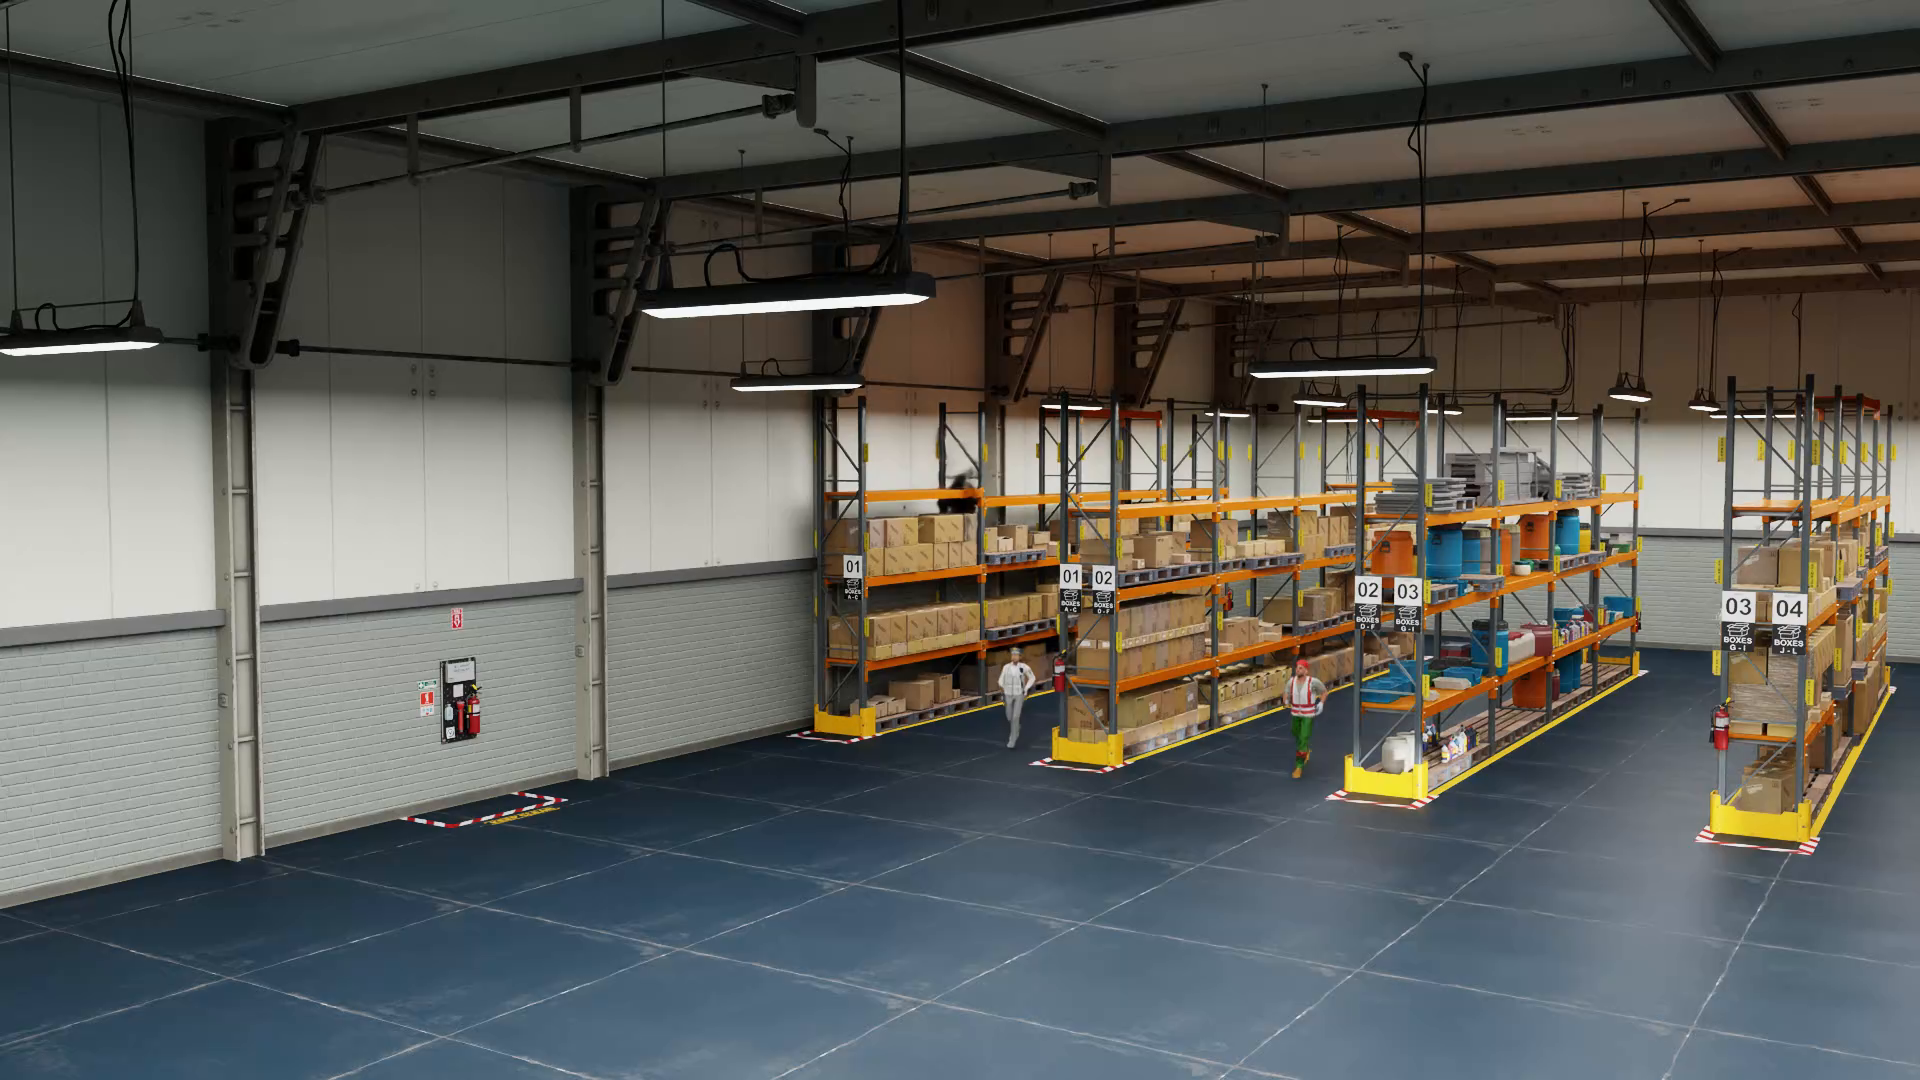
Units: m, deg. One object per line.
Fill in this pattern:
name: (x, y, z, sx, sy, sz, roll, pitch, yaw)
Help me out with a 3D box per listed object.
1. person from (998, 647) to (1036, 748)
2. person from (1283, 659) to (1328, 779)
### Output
person: (0.937, 2.655, 28.331, 0.618, 1.667, 0.841, 1, 3, 18)
person: (5.365, 2.746, 25.899, 0.669, 1.791, 0.993, 2, 4, 35)
